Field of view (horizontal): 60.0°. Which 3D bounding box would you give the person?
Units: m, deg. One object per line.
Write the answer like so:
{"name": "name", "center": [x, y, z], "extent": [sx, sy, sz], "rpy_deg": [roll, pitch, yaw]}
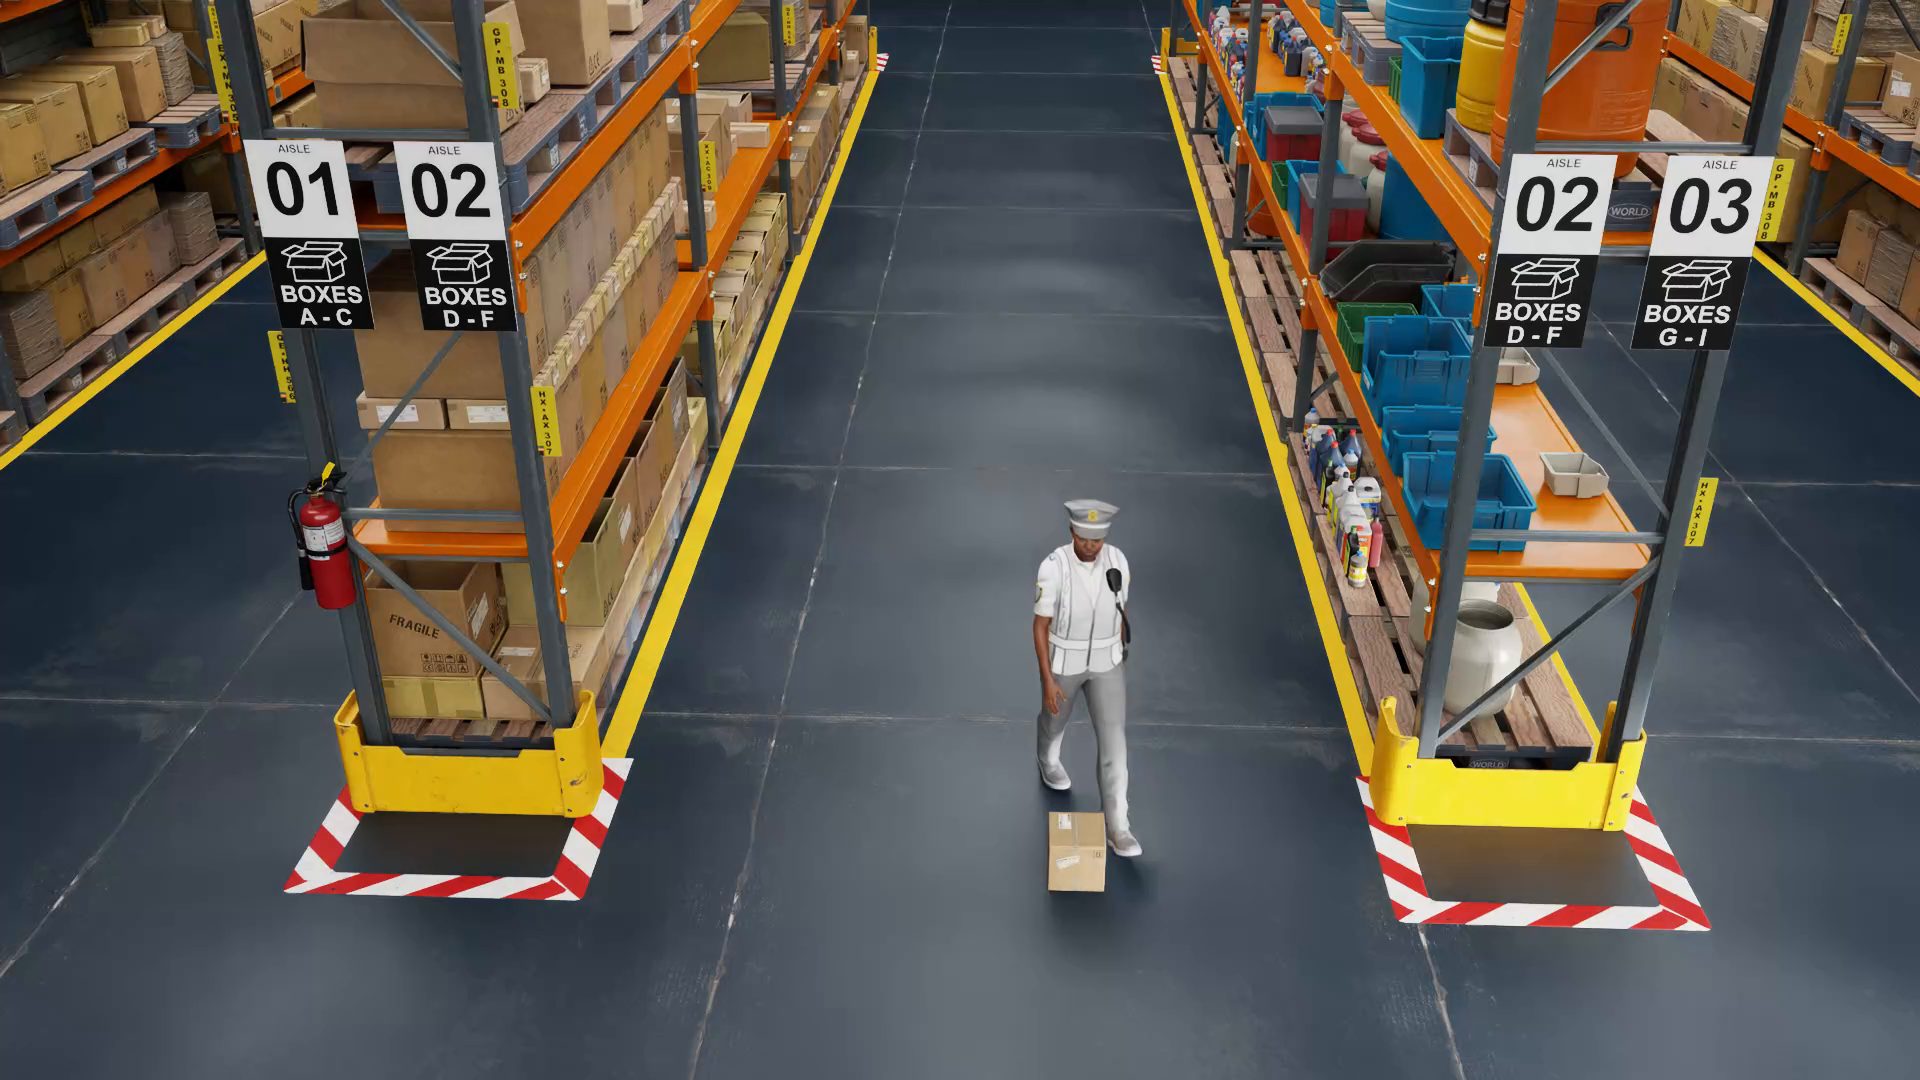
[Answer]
{"name": "person", "center": [0.570, 0.589, 7.513], "extent": [0.472, 1.631, 0.950], "rpy_deg": [-4, 28, -7]}
